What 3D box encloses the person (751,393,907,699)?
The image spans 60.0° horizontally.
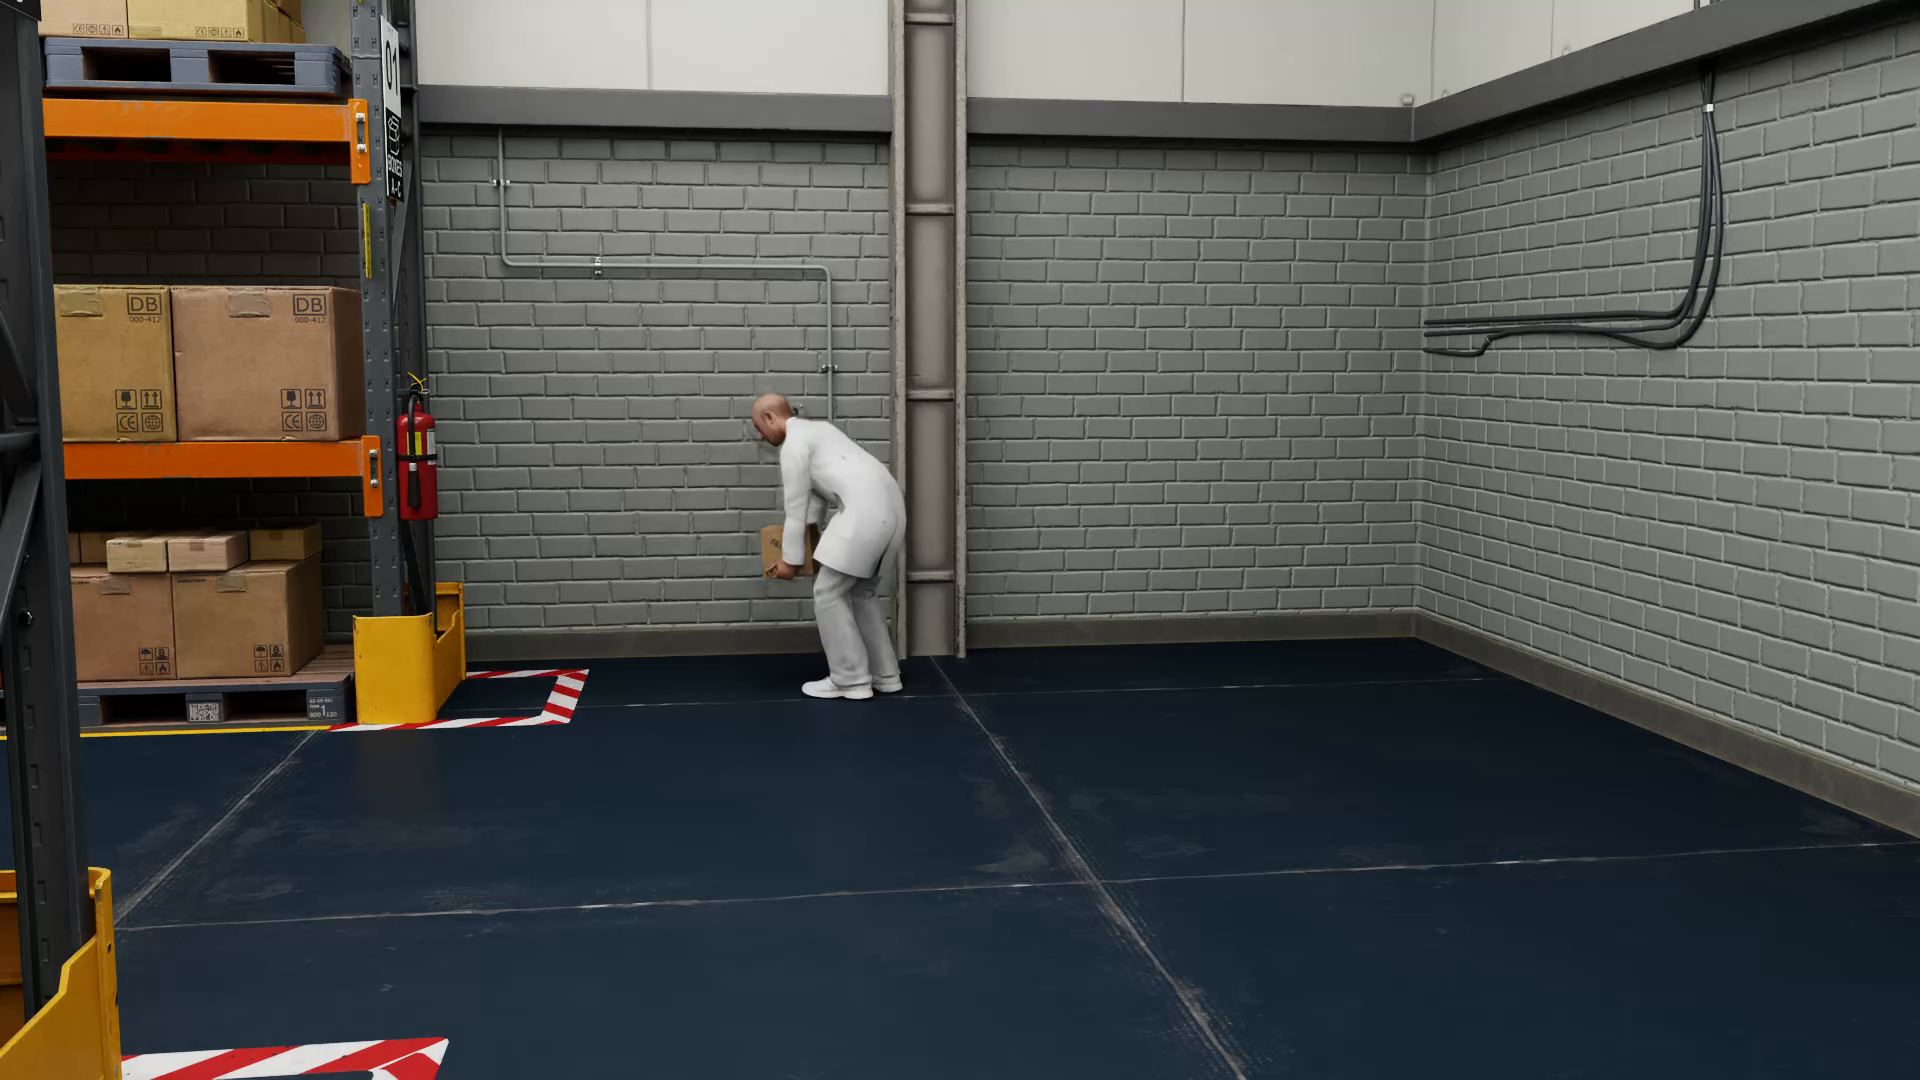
[{"bbox_3d":[-0.663,0.021,8.326,0.806,1.508,0.547,3,7,23],"label":"person"}]
